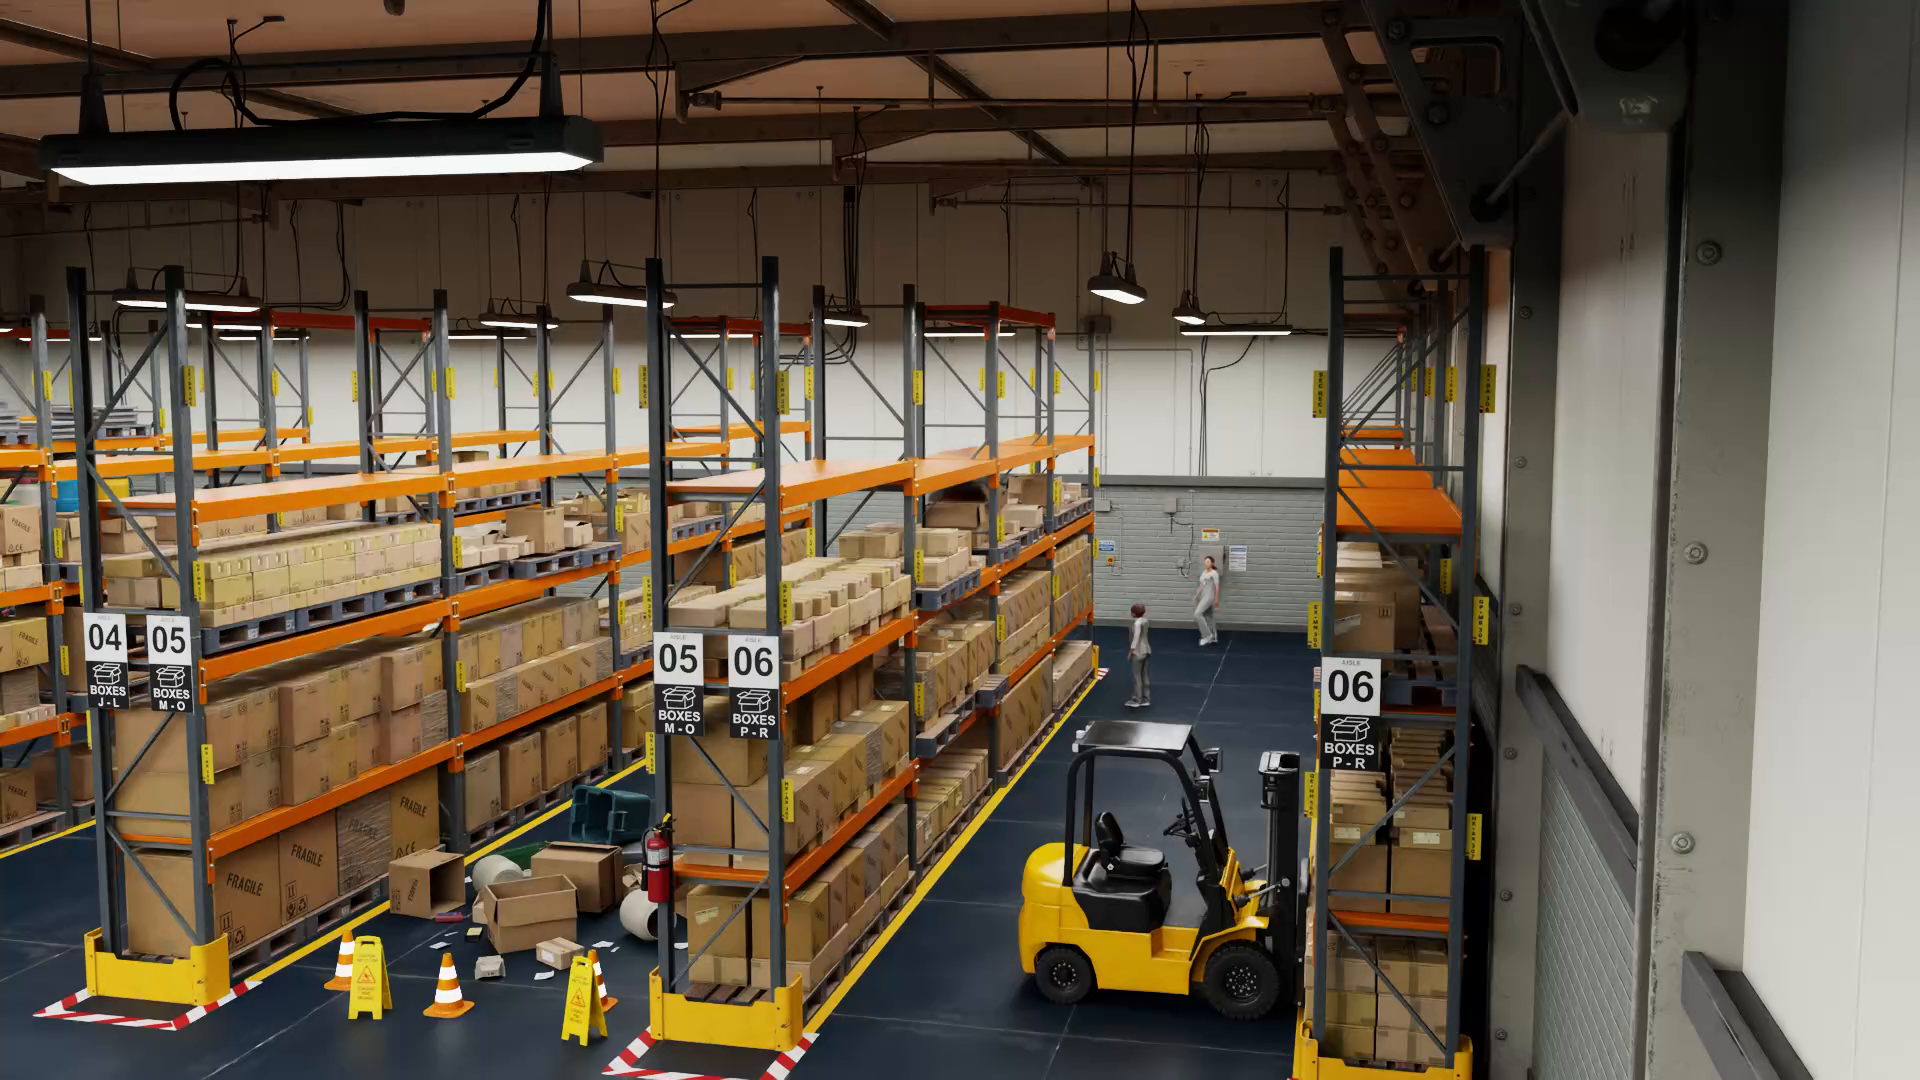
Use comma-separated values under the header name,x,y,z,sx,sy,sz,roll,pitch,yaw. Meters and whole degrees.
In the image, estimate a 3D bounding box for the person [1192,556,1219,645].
name,x,y,z,sx,sy,sz,roll,pitch,yaw
person,4.660,1.148,31.529,0.501,1.665,0.412,0,6,-5

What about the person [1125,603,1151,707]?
name,x,y,z,sx,sy,sz,roll,pitch,yaw
person,2.762,1.775,25.669,0.376,1.611,0.428,3,7,29

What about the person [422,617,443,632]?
name,x,y,z,sx,sy,sz,roll,pitch,yaw
person,-7.613,1.861,24.090,0.716,1.771,0.487,-4,7,-37
